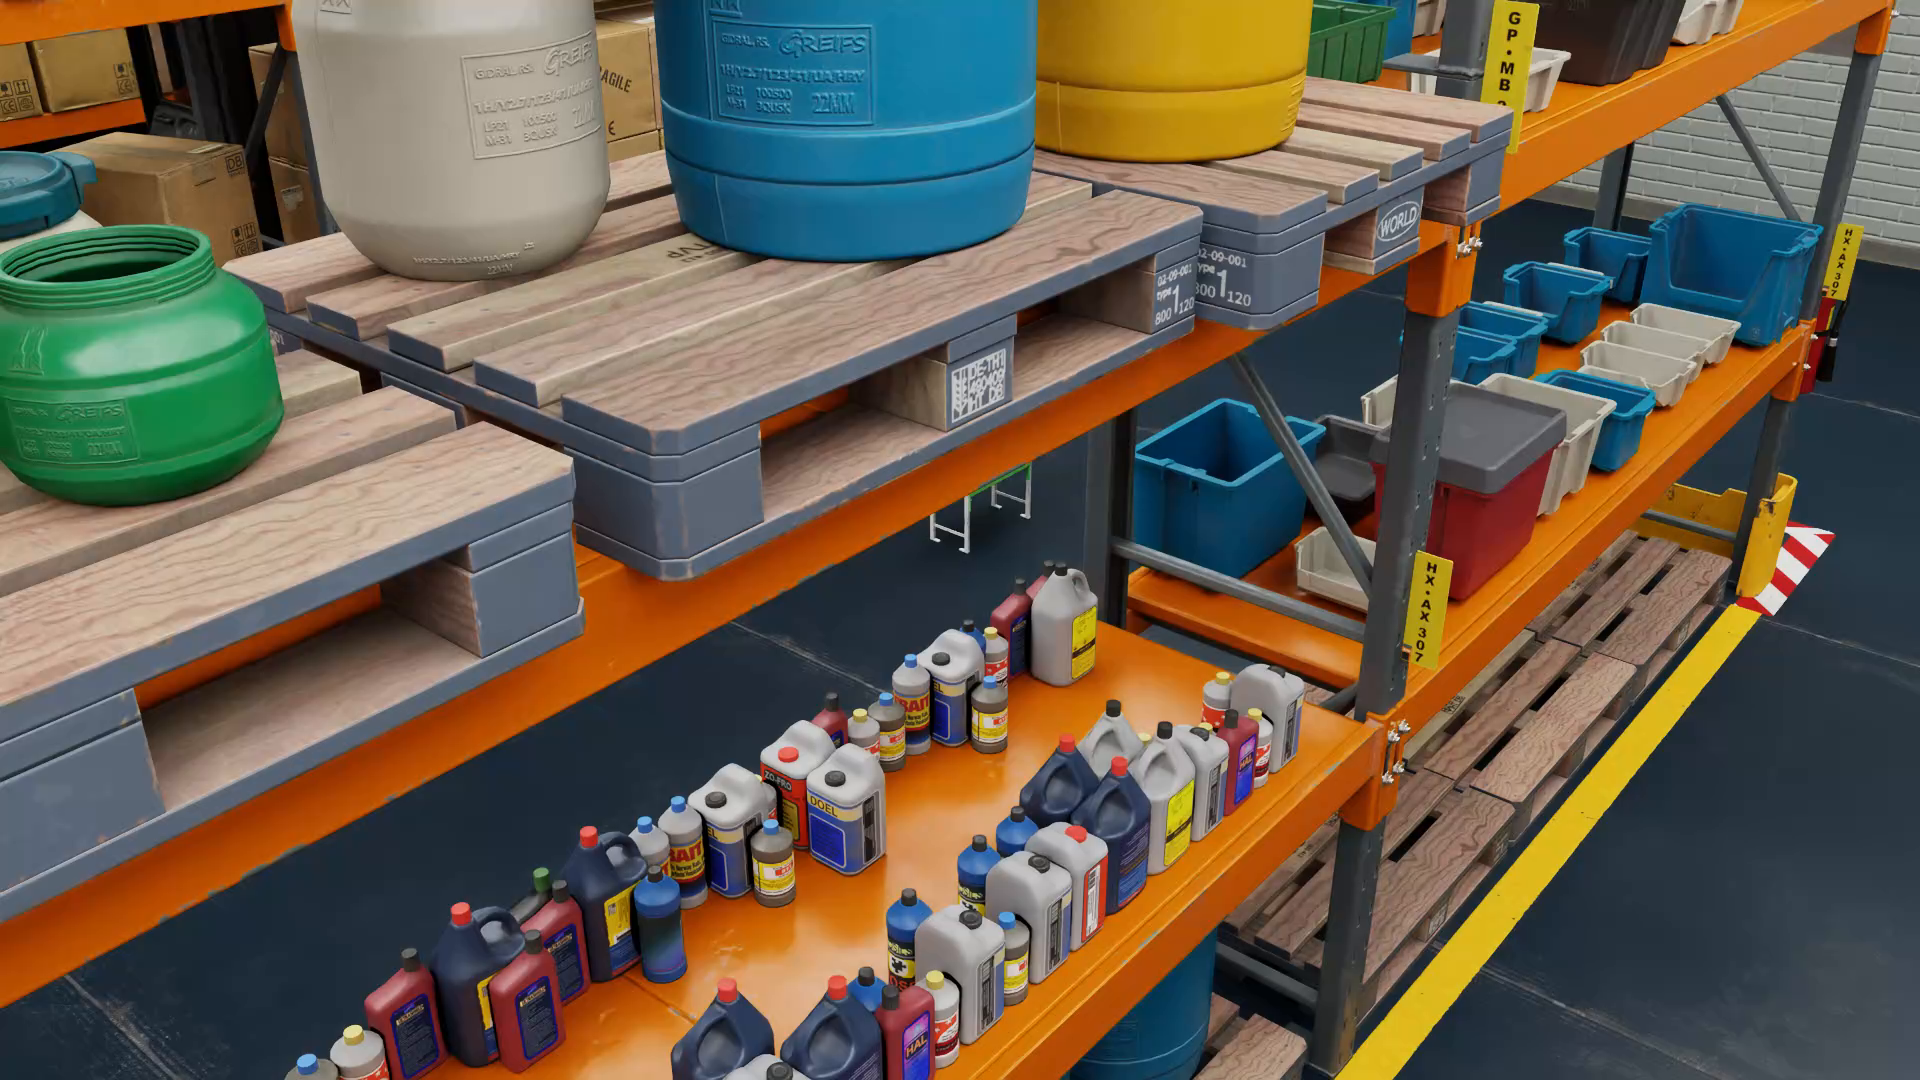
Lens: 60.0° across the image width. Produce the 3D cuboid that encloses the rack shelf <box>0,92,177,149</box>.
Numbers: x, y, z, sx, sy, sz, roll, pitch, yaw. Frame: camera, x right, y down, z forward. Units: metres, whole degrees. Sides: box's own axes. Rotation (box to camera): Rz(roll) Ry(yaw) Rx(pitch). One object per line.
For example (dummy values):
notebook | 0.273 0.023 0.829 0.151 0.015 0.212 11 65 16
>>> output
rack shelf | -5.582 -3.138 11.834 1.077 0.370 4.000 21 34 34

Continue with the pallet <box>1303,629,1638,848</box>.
pallet | 2.004 0.679 6.707 1.003 0.211 1.213 21 34 34

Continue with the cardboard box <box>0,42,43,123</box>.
cardboard box | -6.497 -3.069 10.592 0.980 0.700 0.700 21 34 35

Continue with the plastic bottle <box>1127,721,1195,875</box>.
plastic bottle | 0.458 0.591 3.898 0.144 0.351 0.185 21 34 34

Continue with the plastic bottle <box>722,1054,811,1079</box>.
plastic bottle | -0.347 1.070 3.053 0.152 0.276 0.135 21 34 34

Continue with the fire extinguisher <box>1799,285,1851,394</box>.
fire extinguisher | 3.781 -0.992 7.393 0.296 0.674 0.183 21 34 34

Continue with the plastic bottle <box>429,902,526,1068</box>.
plastic bottle | -0.965 0.870 3.358 0.144 0.351 0.185 21 34 34

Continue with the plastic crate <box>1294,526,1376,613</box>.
plastic crate | 1.197 0.114 4.986 0.396 0.136 0.243 21 34 34

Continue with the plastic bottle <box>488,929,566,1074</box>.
plastic bottle | -0.870 0.920 3.333 0.061 0.283 0.133 21 34 34

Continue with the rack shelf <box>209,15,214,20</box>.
rack shelf | -1.757 -3.024 8.349 1.077 0.370 4.000 21 34 34

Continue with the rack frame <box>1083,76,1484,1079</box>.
rack frame | 0.790 0.147 4.701 1.000 3.000 0.127 21 34 34

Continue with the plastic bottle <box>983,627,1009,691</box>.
plastic bottle | 0.084 0.334 4.556 0.097 0.201 0.097 0 27 0

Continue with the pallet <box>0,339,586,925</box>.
pallet | -1.192 0.074 1.783 1.003 0.211 1.213 21 34 34

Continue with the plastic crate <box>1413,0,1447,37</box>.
plastic crate | 1.306 -1.630 5.159 0.293 0.136 0.466 21 34 34

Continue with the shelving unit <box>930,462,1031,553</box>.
shelving unit | 0.105 -0.592 8.088 0.258 1.200 0.503 21 34 34

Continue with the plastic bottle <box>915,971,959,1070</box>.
plastic bottle | -0.050 0.957 3.352 0.097 0.201 0.097 0 27 0

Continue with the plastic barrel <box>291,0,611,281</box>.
plastic barrel | -0.742 -0.686 2.443 0.433 0.535 0.433 0 27 0

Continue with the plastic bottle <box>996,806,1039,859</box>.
plastic bottle | 0.128 0.717 3.740 0.097 0.271 0.097 0 27 0

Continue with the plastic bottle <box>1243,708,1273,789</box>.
plastic bottle | 0.737 0.519 4.199 0.097 0.201 0.097 0 27 0

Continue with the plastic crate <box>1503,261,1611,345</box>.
plastic crate | 2.505 -0.999 7.033 0.416 0.233 0.300 21 34 34

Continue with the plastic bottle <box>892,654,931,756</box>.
plastic bottle | -0.126 0.420 4.314 0.097 0.271 0.097 0 27 0

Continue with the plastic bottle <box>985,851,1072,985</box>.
plastic bottle | 0.150 0.792 3.589 0.152 0.276 0.135 21 34 34

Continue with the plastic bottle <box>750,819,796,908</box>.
plastic bottle | -0.426 0.729 3.793 0.097 0.201 0.097 0 27 0

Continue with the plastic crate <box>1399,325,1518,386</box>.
plastic crate | 1.895 -0.659 6.376 0.416 0.233 0.300 21 34 34

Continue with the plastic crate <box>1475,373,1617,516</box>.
plastic crate | 1.904 -0.314 5.657 0.437 0.282 0.530 21 34 34

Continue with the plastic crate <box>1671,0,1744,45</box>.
plastic crate | 2.212 -1.681 5.257 0.437 0.136 0.530 21 34 34

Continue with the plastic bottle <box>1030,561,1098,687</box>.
plastic bottle | 0.291 0.213 4.626 0.144 0.351 0.185 21 34 34

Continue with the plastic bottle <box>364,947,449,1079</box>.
plastic bottle | -1.099 0.944 3.288 0.061 0.283 0.133 21 34 34

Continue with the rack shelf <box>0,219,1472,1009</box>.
rack shelf | -0.482 -0.157 2.806 1.077 0.370 4.000 21 34 34

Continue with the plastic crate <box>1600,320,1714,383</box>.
plastic crate | 2.760 -0.740 6.638 0.396 0.136 0.243 21 34 34

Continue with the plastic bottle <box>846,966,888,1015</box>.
plastic bottle | -0.182 0.955 3.279 0.097 0.271 0.097 0 27 0

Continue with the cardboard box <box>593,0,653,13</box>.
cardboard box | -1.942 -2.584 8.784 0.500 0.500 0.500 20 34 34

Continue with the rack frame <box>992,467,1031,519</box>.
rack frame | 0.261 -0.678 8.255 0.240 1.200 0.015 21 34 34

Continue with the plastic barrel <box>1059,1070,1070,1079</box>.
plastic barrel | -0.019 1.332 4.238 0.600 0.901 0.708 21 34 34

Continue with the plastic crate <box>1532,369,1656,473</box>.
plastic crate | 2.226 -0.420 5.915 0.416 0.233 0.300 21 34 34

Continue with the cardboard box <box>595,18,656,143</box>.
cardboard box | -1.857 -2.240 8.119 0.500 0.500 0.500 20 33 33

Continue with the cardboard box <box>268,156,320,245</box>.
cardboard box | -2.909 -1.598 7.967 0.500 0.500 0.500 21 34 35

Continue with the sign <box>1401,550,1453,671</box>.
sign | 1.214 0.186 4.325 0.100 0.325 0.005 21 34 34

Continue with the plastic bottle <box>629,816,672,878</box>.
plastic bottle | -0.691 0.735 3.704 0.097 0.271 0.097 0 27 0

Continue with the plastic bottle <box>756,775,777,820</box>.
plastic bottle | -0.482 0.650 3.946 0.097 0.201 0.097 0 27 0

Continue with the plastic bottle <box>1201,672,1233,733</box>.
plastic bottle | 0.681 0.440 4.352 0.097 0.201 0.097 0 27 0

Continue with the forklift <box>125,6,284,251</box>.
forklift | -4.486 -2.196 9.305 1.130 2.935 3.031 21 34 35
